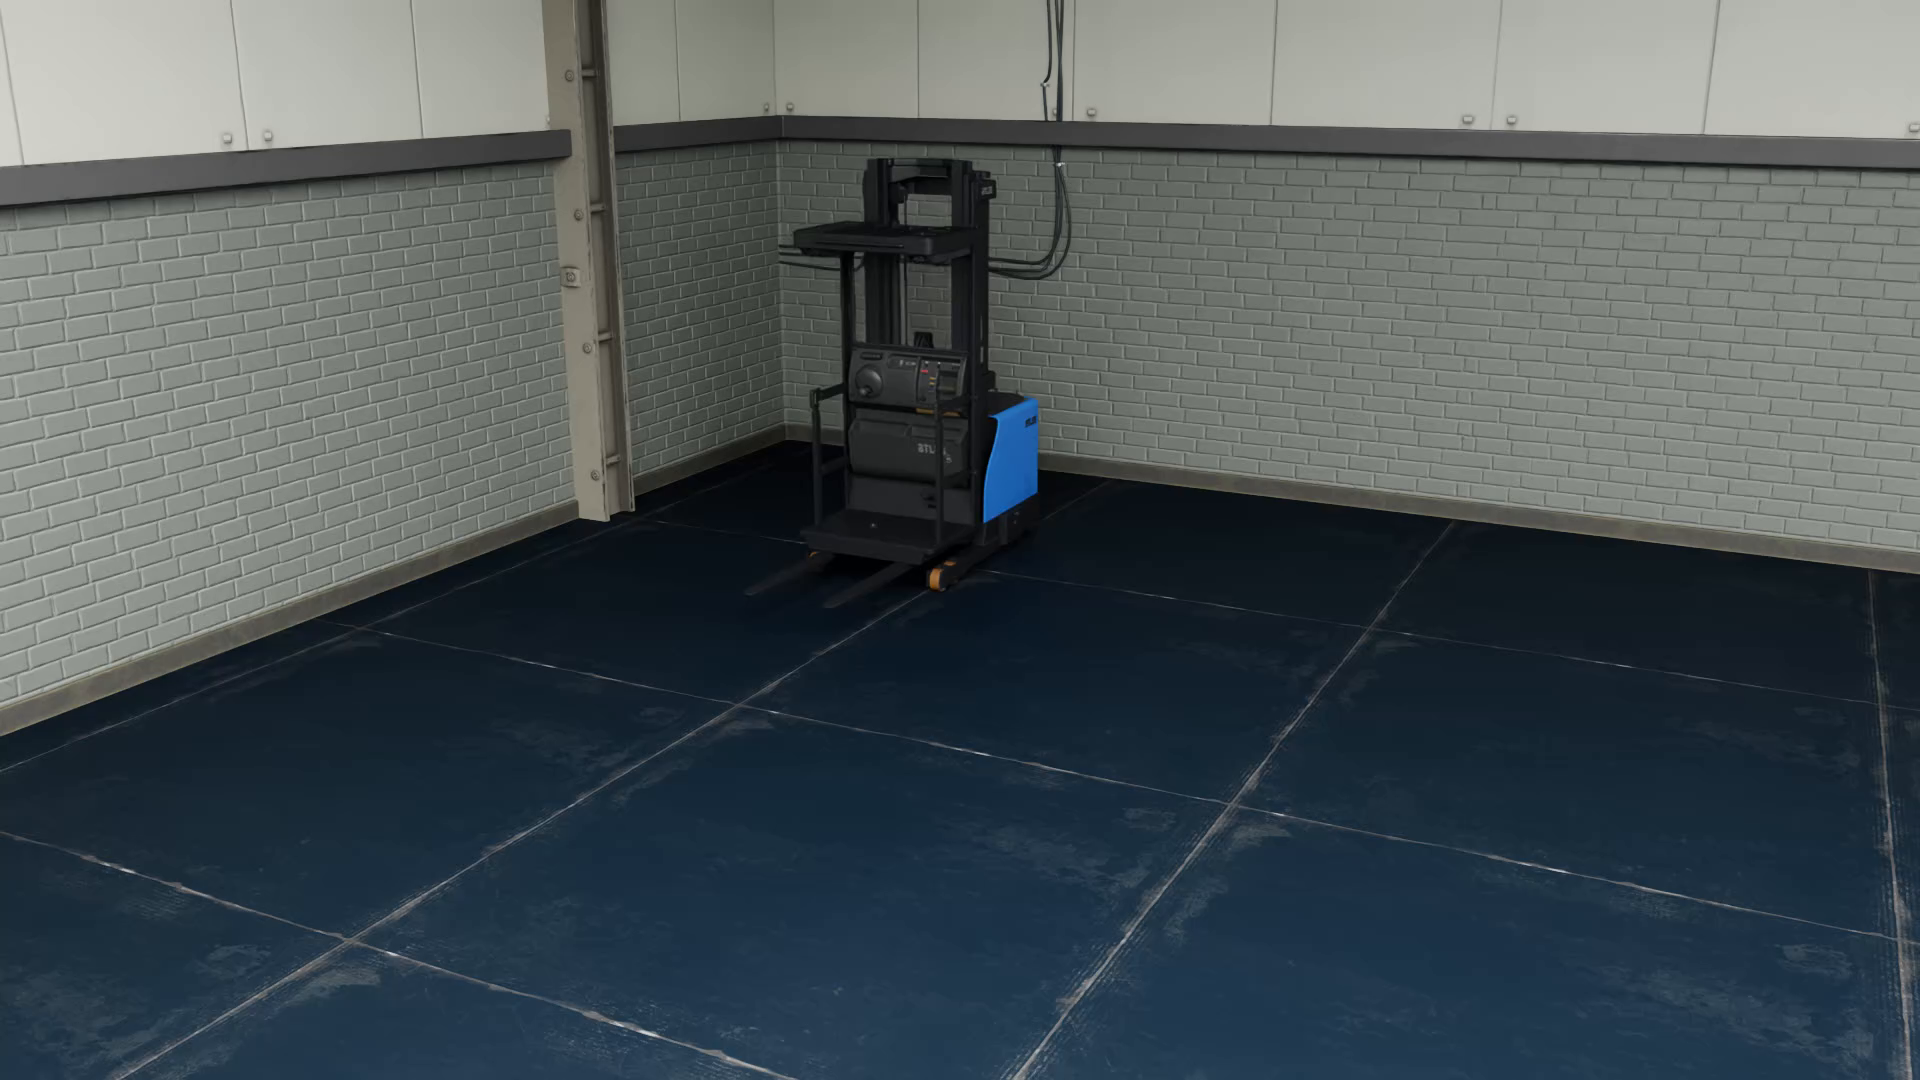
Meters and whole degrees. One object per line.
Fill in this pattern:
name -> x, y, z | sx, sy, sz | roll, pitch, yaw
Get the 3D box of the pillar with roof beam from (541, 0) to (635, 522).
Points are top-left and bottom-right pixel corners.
pillar with roof beam -> 0.923, -3.984, 10.633 | 9.100, 9.000, 0.400 | 8, 18, 25

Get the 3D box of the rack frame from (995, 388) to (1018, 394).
rack frame -> 0.377, -0.722, 13.613 | 0.200, 1.050, 0.008 | 8, 18, 25

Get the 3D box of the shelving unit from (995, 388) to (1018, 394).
shelving unit -> 0.323, -0.691, 13.508 | 0.215, 1.050, 0.252 | 8, 18, 25

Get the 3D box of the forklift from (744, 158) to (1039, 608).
forklift -> -0.473, -1.182, 11.855 | 1.130, 2.935, 3.031 | 8, 18, 25

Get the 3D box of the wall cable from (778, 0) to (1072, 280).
wall cable -> -0.429, -3.625, 14.879 | 3.097, 2.526, 0.112 | 8, 18, 25
